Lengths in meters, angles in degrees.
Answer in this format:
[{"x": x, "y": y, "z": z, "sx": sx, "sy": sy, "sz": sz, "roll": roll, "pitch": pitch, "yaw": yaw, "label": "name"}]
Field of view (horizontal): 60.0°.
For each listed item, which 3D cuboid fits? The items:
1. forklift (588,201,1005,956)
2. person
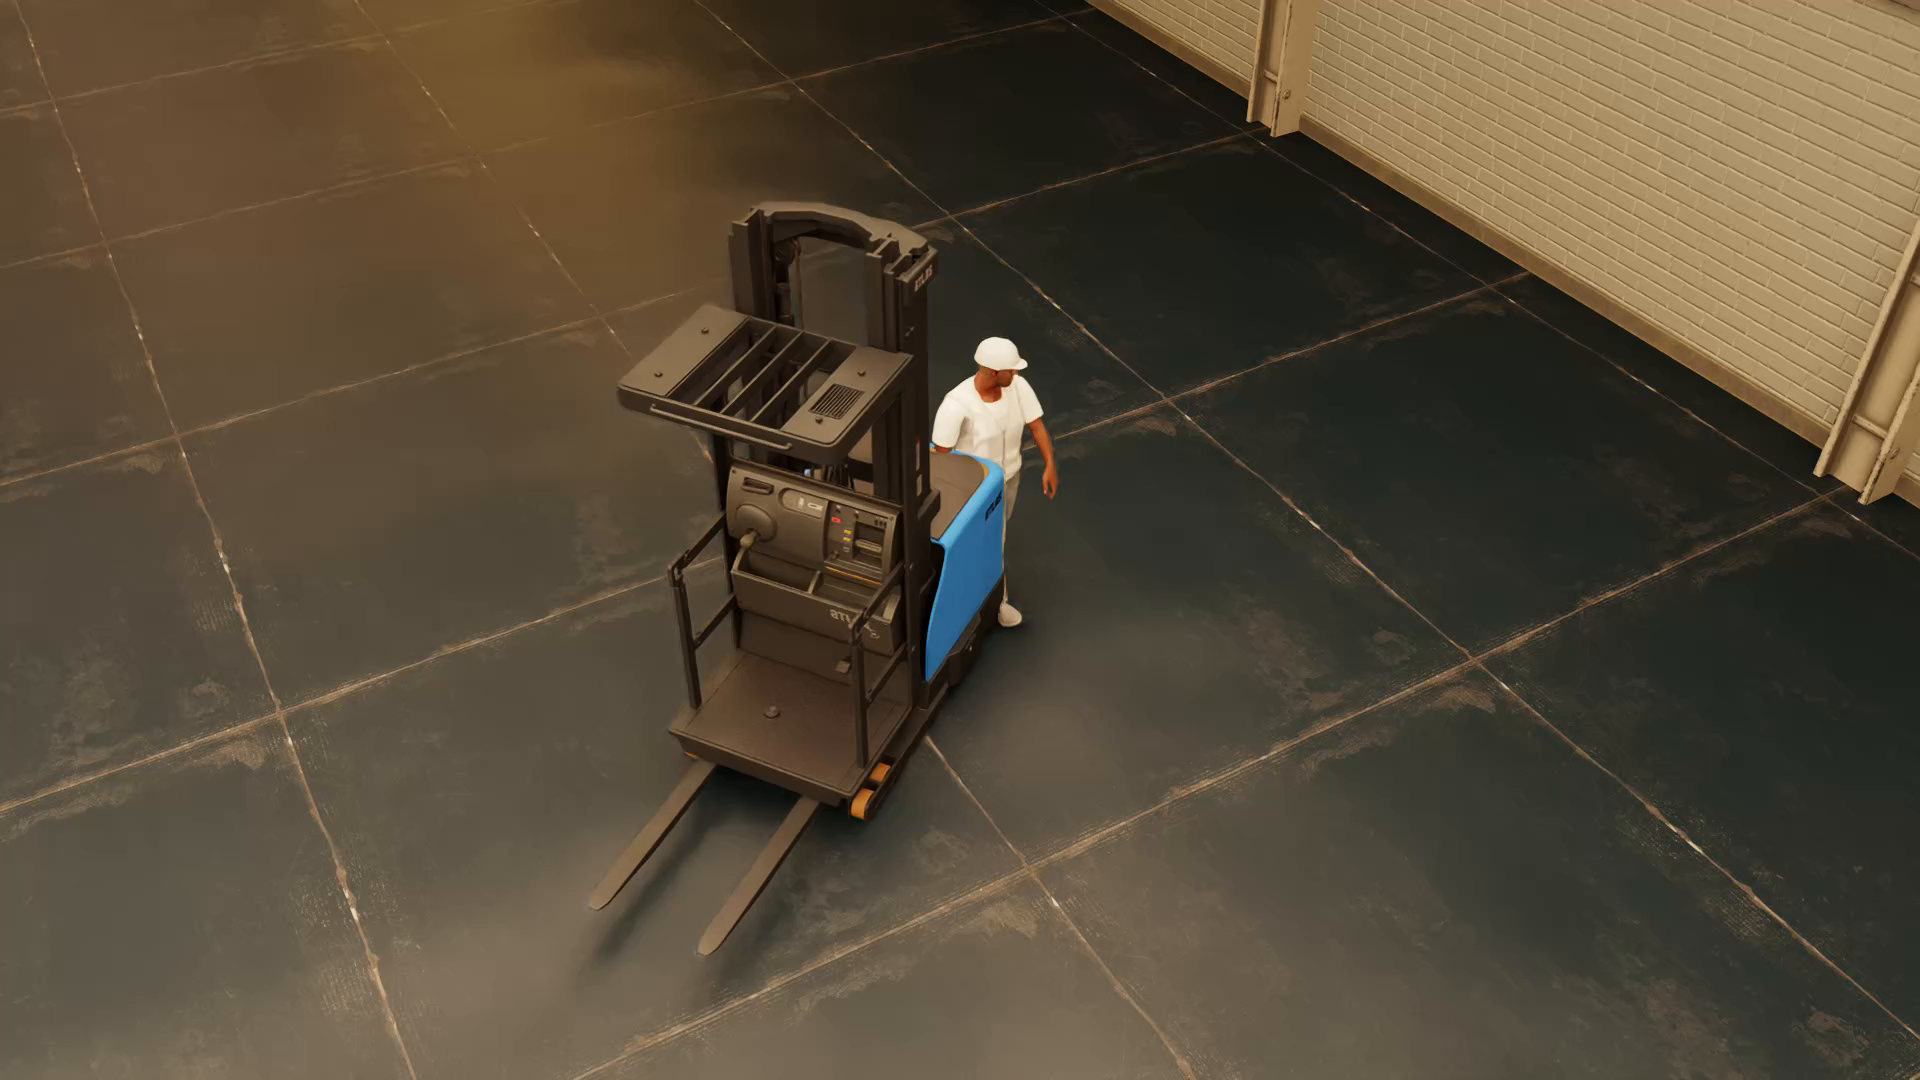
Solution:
[{"x": -0.825, "y": -0.004, "z": 8.041, "sx": 1.130, "sy": 2.935, "sz": 3.031, "roll": 17, "pitch": 42, "yaw": 19, "label": "forklift"}, {"x": 0.173, "y": -0.354, "z": 9.440, "sx": 0.728, "sy": 1.721, "sz": 0.864, "roll": -30, "pitch": 48, "yaw": -31, "label": "person"}]
